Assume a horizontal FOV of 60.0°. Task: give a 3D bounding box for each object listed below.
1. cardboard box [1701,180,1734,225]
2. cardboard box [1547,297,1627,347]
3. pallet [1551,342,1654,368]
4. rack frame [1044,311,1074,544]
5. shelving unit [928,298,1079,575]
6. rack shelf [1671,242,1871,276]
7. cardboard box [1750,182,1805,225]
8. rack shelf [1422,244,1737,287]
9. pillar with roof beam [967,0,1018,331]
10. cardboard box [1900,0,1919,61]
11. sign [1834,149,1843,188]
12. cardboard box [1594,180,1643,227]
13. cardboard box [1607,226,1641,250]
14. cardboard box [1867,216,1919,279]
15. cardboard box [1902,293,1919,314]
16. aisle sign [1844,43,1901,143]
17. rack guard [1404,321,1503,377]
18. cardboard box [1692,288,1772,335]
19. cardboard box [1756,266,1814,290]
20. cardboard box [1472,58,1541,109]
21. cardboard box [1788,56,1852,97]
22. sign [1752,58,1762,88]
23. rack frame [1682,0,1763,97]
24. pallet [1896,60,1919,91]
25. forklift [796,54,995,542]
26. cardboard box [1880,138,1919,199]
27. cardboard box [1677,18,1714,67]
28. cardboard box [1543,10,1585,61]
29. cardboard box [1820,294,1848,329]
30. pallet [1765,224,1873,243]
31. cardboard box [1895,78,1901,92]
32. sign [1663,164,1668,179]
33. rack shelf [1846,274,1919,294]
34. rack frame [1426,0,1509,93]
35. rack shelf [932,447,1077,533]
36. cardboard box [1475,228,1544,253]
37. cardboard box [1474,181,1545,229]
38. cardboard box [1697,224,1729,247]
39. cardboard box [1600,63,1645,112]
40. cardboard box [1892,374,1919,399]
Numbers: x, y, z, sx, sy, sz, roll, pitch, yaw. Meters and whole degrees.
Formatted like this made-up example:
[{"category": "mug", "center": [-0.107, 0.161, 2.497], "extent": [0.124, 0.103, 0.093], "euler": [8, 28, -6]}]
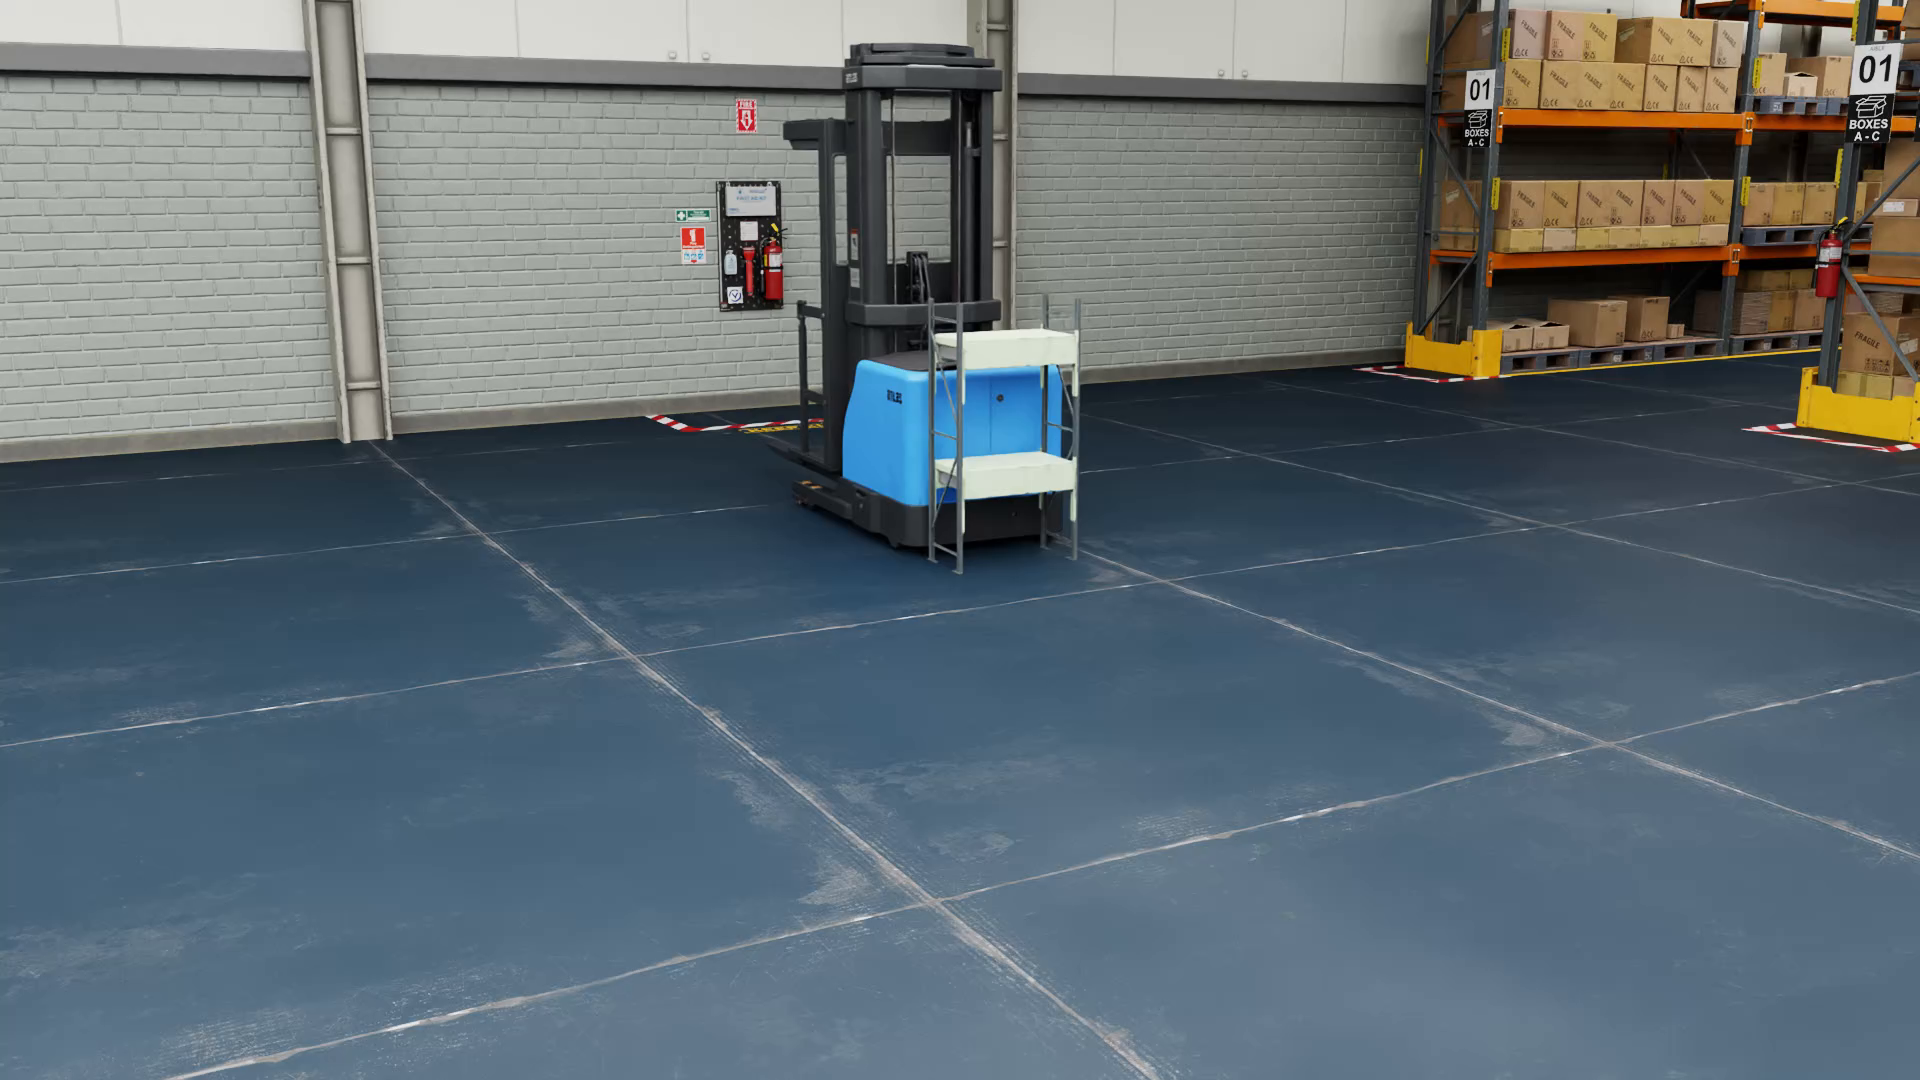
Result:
[{"category": "cardboard box", "center": [8.621, -3.944, 19.392], "extent": [0.500, 0.500, 0.500], "euler": [-7, 14, -28]}, {"category": "cardboard box", "center": [7.195, -2.509, 19.116], "extent": [0.500, 0.500, 0.700], "euler": [-8, 15, -31]}, {"category": "pallet", "center": [7.243, -2.184, 19.334], "extent": [1.213, 0.211, 1.003], "euler": [-7, 14, -28]}, {"category": "rack frame", "center": [0.576, -0.647, 9.568], "extent": [0.010, 1.308, 0.380], "euler": [-6, 14, -26]}, {"category": "shelving unit", "center": [0.244, -0.611, 9.410], "extent": [0.748, 1.500, 0.431], "euler": [-6, 14, -26]}, {"category": "rack shelf", "center": [10.643, -3.611, 20.960], "extent": [4.000, 0.370, 1.077], "euler": [-7, 14, -28]}, {"category": "cardboard box", "center": [9.844, -4.119, 20.351], "extent": [0.500, 0.500, 0.700], "euler": [-5, 14, -22]}, {"category": "rack shelf", "center": [7.132, -3.190, 19.090], "extent": [4.000, 0.370, 1.077], "euler": [-7, 14, -28]}, {"category": "pillar with roof beam", "center": [2.373, -5.037, 11.995], "extent": [0.400, 9.000, 9.100], "euler": [-7, 14, -28]}, {"category": "cardboard box", "center": [8.260, -4.223, 13.699], "extent": [0.637, 0.503, 0.797], "euler": [-6, 14, -24]}, {"category": "sign", "center": [7.505, -3.163, 14.154], "extent": [0.005, 0.325, 0.100], "euler": [-7, 14, -28]}, {"category": "cardboard box", "center": [7.282, -3.785, 18.684], "extent": [0.500, 0.500, 0.500], "euler": [-6, 14, -26]}, {"category": "cardboard box", "center": [7.301, -3.420, 18.769], "extent": [0.500, 0.250, 0.500], "euler": [-7, 14, -27]}, {"category": "cardboard box", "center": [8.169, -2.472, 14.033], "extent": [0.500, 0.500, 0.700], "euler": [-7, 14, -28]}, {"category": "cardboard box", "center": [13.107, -3.380, 22.237], "extent": [0.750, 0.750, 0.750], "euler": [-7, 14, -29]}, {"category": "aisle sign", "center": [7.555, -3.694, 13.772], "extent": [0.004, 0.787, 0.394], "euler": [-7, 14, -28]}, {"category": "rack guard", "center": [5.443, -2.119, 18.386], "extent": [0.348, 0.500, 1.175], "euler": [-7, 14, -28]}, {"category": "cardboard box", "center": [9.525, -2.827, 20.531], "extent": [0.500, 0.500, 0.700], "euler": [-6, 14, -26]}, {"category": "cardboard box", "center": [10.365, -3.295, 20.904], "extent": [0.500, 0.250, 0.500], "euler": [-7, 15, -29]}, {"category": "cardboard box", "center": [5.790, -4.839, 17.676], "extent": [0.500, 0.500, 0.500], "euler": [-6, 14, -26]}, {"category": "cardboard box", "center": [10.488, -5.640, 20.323], "extent": [0.500, 0.500, 0.500], "euler": [-7, 15, -30]}, {"category": "sign", "center": [9.154, -5.363, 19.099], "extent": [0.005, 0.325, 0.100], "euler": [-7, 14, -28]}, {"category": "rack frame", "center": [8.887, -6.678, 19.288], "extent": [0.127, 3.000, 1.000], "euler": [-7, 14, -28]}, {"category": "pallet", "center": [8.386, -3.866, 13.825], "extent": [1.213, 0.211, 1.003], "euler": [-7, 14, -28]}, {"category": "forklift", "center": [8.915, -0.128, 4.148], "extent": [12.119, 2.867, 21.305], "euler": [-6, 14, -25]}, {"category": "cardboard box", "center": [8.216, -3.110, 13.915], "extent": [0.500, 0.500, 0.700], "euler": [-7, 14, -28]}, {"category": "cardboard box", "center": [8.099, -5.596, 18.761], "extent": [0.500, 0.500, 0.500], "euler": [-6, 14, -25]}, {"category": "cardboard box", "center": [6.295, -5.377, 17.787], "extent": [0.500, 0.500, 0.500], "euler": [-7, 14, -29]}, {"category": "cardboard box", "center": [10.861, -2.992, 21.263], "extent": [0.500, 0.500, 0.700], "euler": [-7, 14, -28]}, {"category": "pallet", "center": [10.680, -3.862, 20.877], "extent": [1.213, 0.211, 1.003], "euler": [-7, 14, -28]}, {"category": "cardboard box", "center": [11.656, -5.663, 21.334], "extent": [0.500, 0.500, 0.500], "euler": [-7, 14, -28]}, {"category": "sign", "center": [8.618, -4.423, 20.293], "extent": [0.005, 0.325, 0.100], "euler": [-7, 14, -28]}, {"category": "rack shelf", "center": [9.509, -2.331, 14.829], "extent": [3.809, 0.124, 0.919], "euler": [-7, 14, -28]}, {"category": "rack frame", "center": [5.376, -6.257, 17.418], "extent": [0.127, 3.000, 1.000], "euler": [-7, 14, -28]}, {"category": "rack shelf", "center": [0.247, -0.294, 9.483], "extent": [0.720, 0.370, 0.431], "euler": [-6, 14, -26]}, {"category": "cardboard box", "center": [5.957, -3.257, 18.047], "extent": [0.500, 0.250, 0.500], "euler": [-7, 15, -29]}, {"category": "cardboard box", "center": [5.939, -3.625, 17.974], "extent": [0.500, 0.500, 0.500], "euler": [-7, 14, -28]}, {"category": "cardboard box", "center": [8.617, -3.580, 19.480], "extent": [0.500, 0.250, 0.500], "euler": [-7, 14, -28]}, {"category": "cardboard box", "center": [7.192, -5.005, 18.411], "extent": [0.500, 0.500, 0.500], "euler": [-6, 14, -24]}, {"category": "cardboard box", "center": [8.330, -1.253, 14.152], "extent": [0.500, 0.250, 0.500], "euler": [-7, 14, -28]}]
